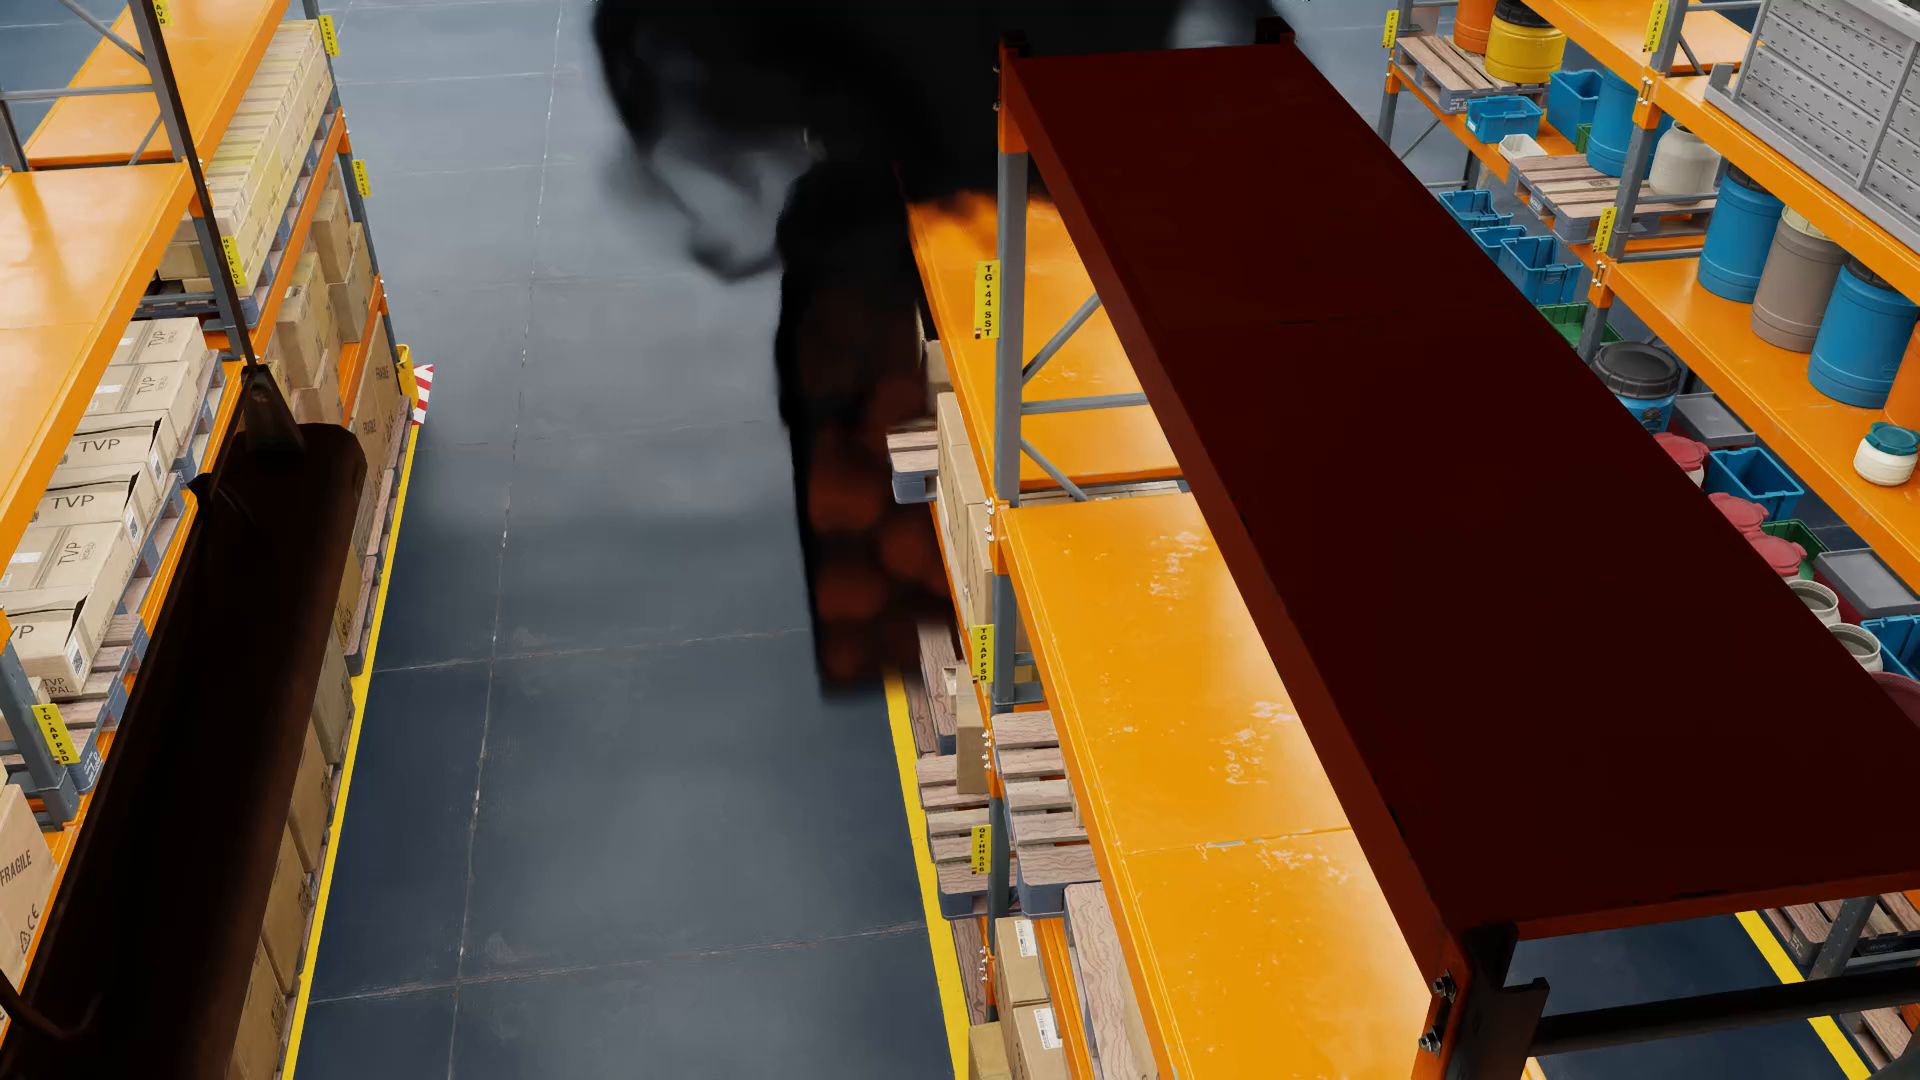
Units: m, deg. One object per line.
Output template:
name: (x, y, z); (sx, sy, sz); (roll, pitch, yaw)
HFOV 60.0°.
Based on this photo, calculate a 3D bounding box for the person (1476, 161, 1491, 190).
person: (6.021, -4.539, 18.224); (0.856, 1.707, 0.600); (9, 37, 13)

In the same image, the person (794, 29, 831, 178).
person: (-1.548, -4.892, 18.673); (0.599, 1.751, 0.667); (16, 39, 20)
